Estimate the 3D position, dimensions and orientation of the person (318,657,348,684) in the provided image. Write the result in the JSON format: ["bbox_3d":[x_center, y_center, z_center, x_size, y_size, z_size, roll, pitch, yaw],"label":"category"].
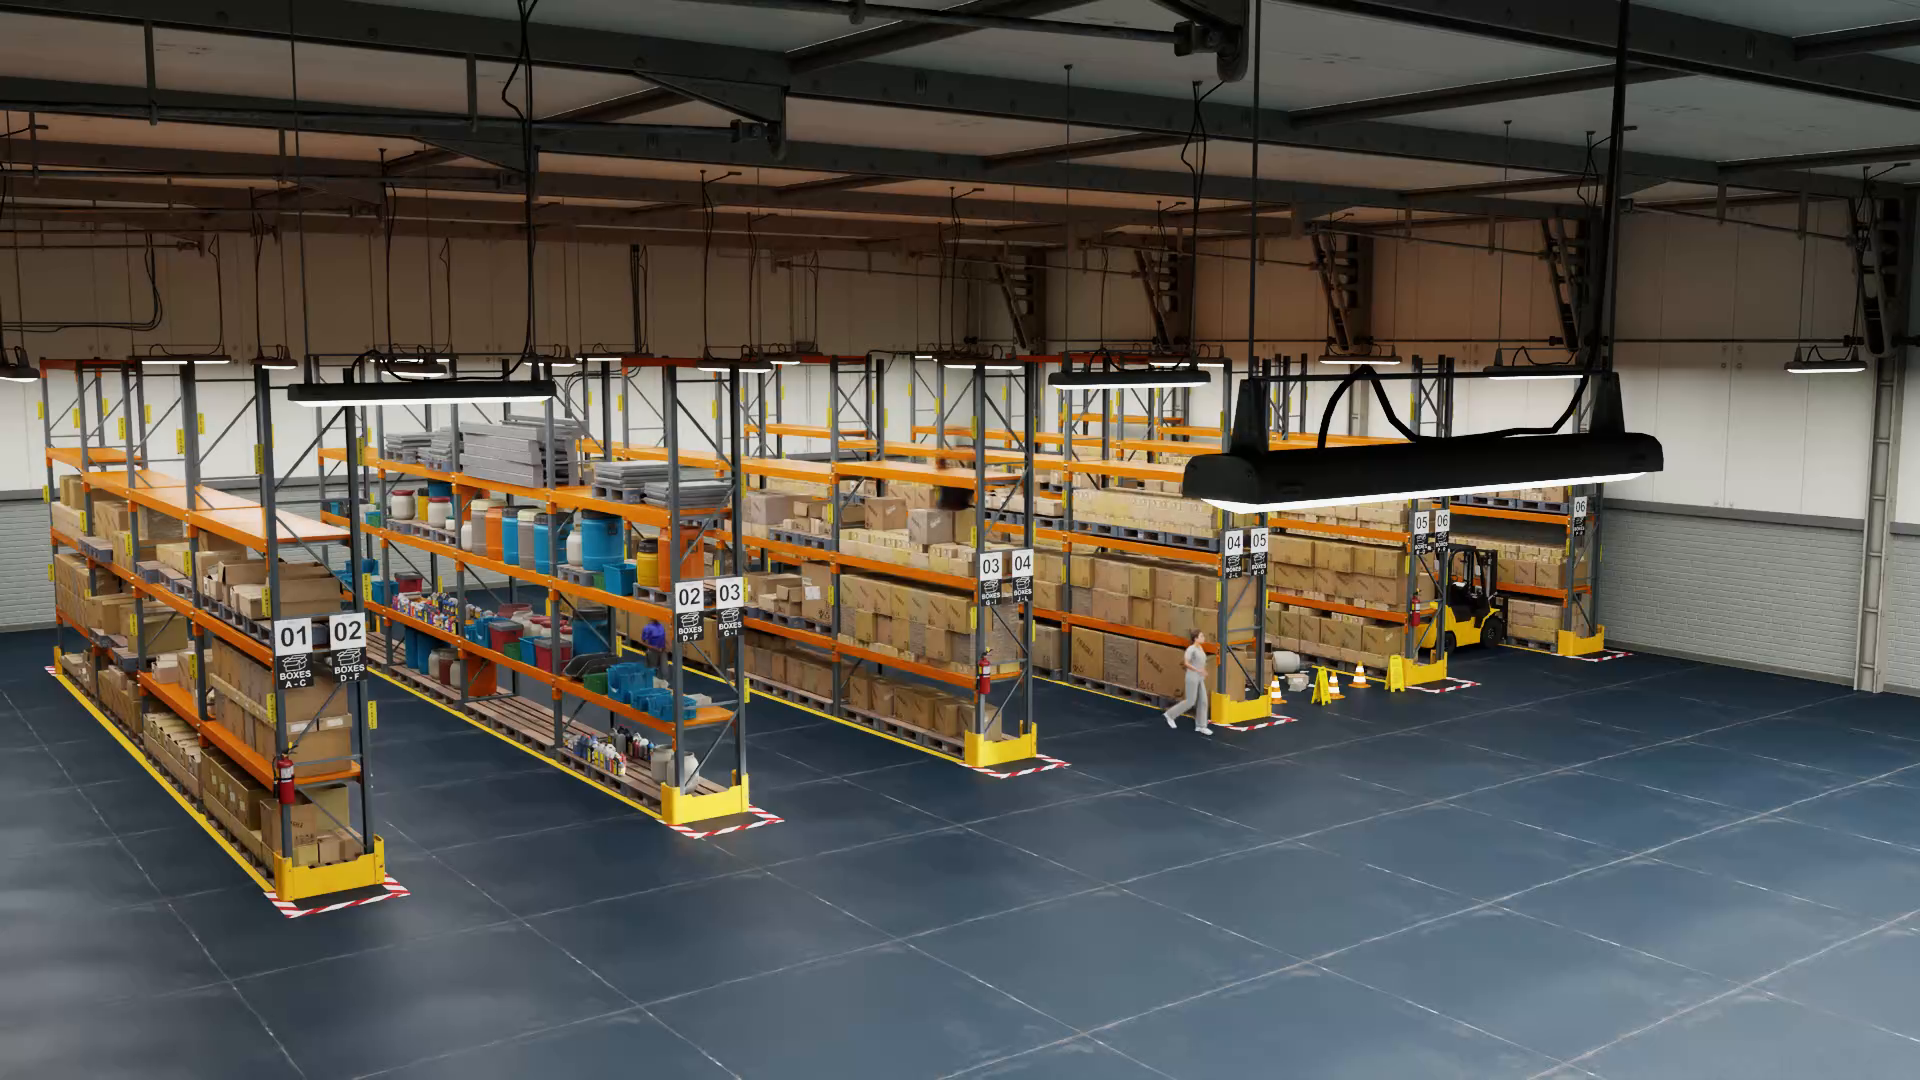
[{"bbox_3d":[-10.190,2.260,27.237,0.578,1.675,0.649,-6,9,-40],"label":"person"}]

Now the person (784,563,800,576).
[{"bbox_3d":[-4.224,0.416,42.275,0.571,1.715,0.734,5,8,36],"label":"person"}]

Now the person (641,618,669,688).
[{"bbox_3d":[-5.342,2.028,29.136,0.851,1.650,0.579,6,9,42],"label":"person"}]

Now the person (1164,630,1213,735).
[{"bbox_3d":[3.798,2.273,27.012,0.823,1.661,0.601,4,8,33],"label":"person"}]
